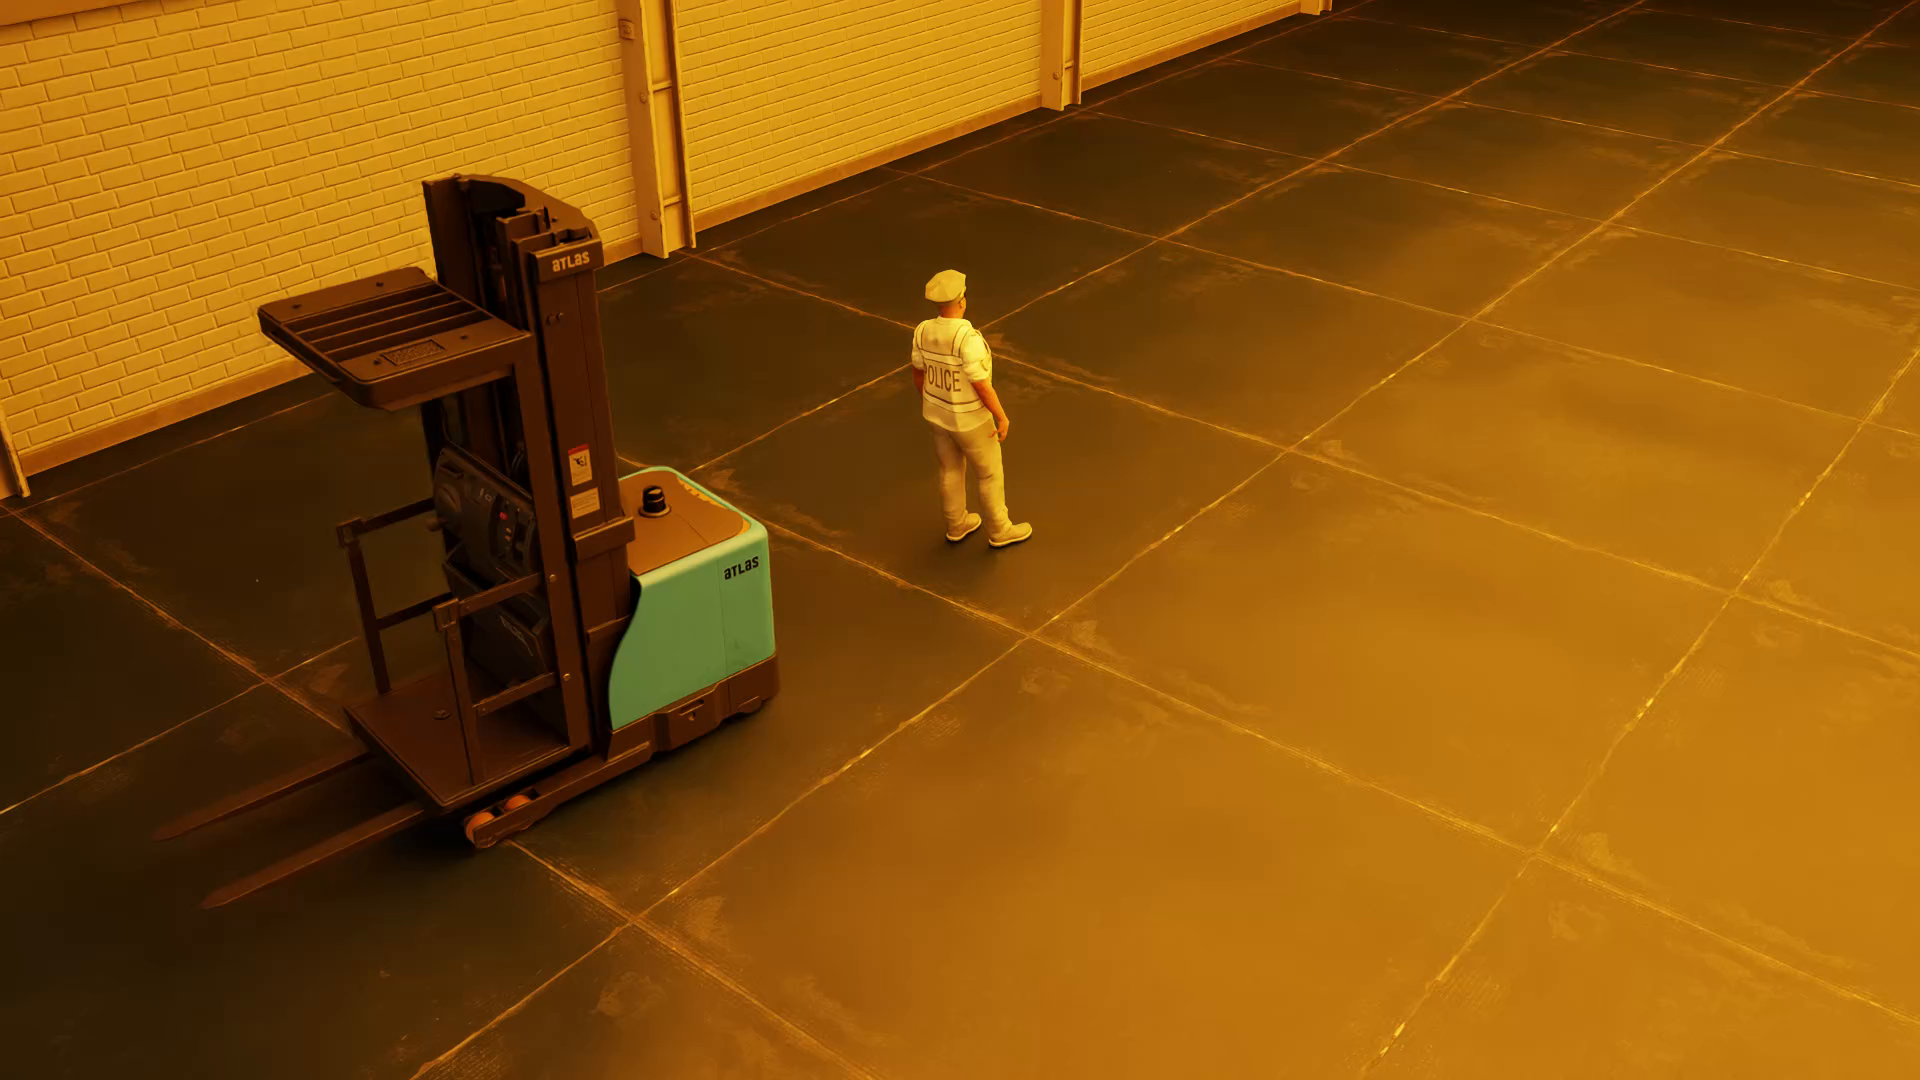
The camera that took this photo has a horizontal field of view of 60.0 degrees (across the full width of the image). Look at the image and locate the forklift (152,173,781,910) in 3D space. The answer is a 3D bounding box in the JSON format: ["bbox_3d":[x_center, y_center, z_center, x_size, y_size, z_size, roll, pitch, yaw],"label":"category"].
[{"bbox_3d":[-2.403,-0.088,7.746,3.031,2.935,1.130,-24,38,-35],"label":"forklift"}]

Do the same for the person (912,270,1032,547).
[{"bbox_3d":[0.058,-0.802,10.092,0.640,1.781,0.575,22,37,33],"label":"person"}]
